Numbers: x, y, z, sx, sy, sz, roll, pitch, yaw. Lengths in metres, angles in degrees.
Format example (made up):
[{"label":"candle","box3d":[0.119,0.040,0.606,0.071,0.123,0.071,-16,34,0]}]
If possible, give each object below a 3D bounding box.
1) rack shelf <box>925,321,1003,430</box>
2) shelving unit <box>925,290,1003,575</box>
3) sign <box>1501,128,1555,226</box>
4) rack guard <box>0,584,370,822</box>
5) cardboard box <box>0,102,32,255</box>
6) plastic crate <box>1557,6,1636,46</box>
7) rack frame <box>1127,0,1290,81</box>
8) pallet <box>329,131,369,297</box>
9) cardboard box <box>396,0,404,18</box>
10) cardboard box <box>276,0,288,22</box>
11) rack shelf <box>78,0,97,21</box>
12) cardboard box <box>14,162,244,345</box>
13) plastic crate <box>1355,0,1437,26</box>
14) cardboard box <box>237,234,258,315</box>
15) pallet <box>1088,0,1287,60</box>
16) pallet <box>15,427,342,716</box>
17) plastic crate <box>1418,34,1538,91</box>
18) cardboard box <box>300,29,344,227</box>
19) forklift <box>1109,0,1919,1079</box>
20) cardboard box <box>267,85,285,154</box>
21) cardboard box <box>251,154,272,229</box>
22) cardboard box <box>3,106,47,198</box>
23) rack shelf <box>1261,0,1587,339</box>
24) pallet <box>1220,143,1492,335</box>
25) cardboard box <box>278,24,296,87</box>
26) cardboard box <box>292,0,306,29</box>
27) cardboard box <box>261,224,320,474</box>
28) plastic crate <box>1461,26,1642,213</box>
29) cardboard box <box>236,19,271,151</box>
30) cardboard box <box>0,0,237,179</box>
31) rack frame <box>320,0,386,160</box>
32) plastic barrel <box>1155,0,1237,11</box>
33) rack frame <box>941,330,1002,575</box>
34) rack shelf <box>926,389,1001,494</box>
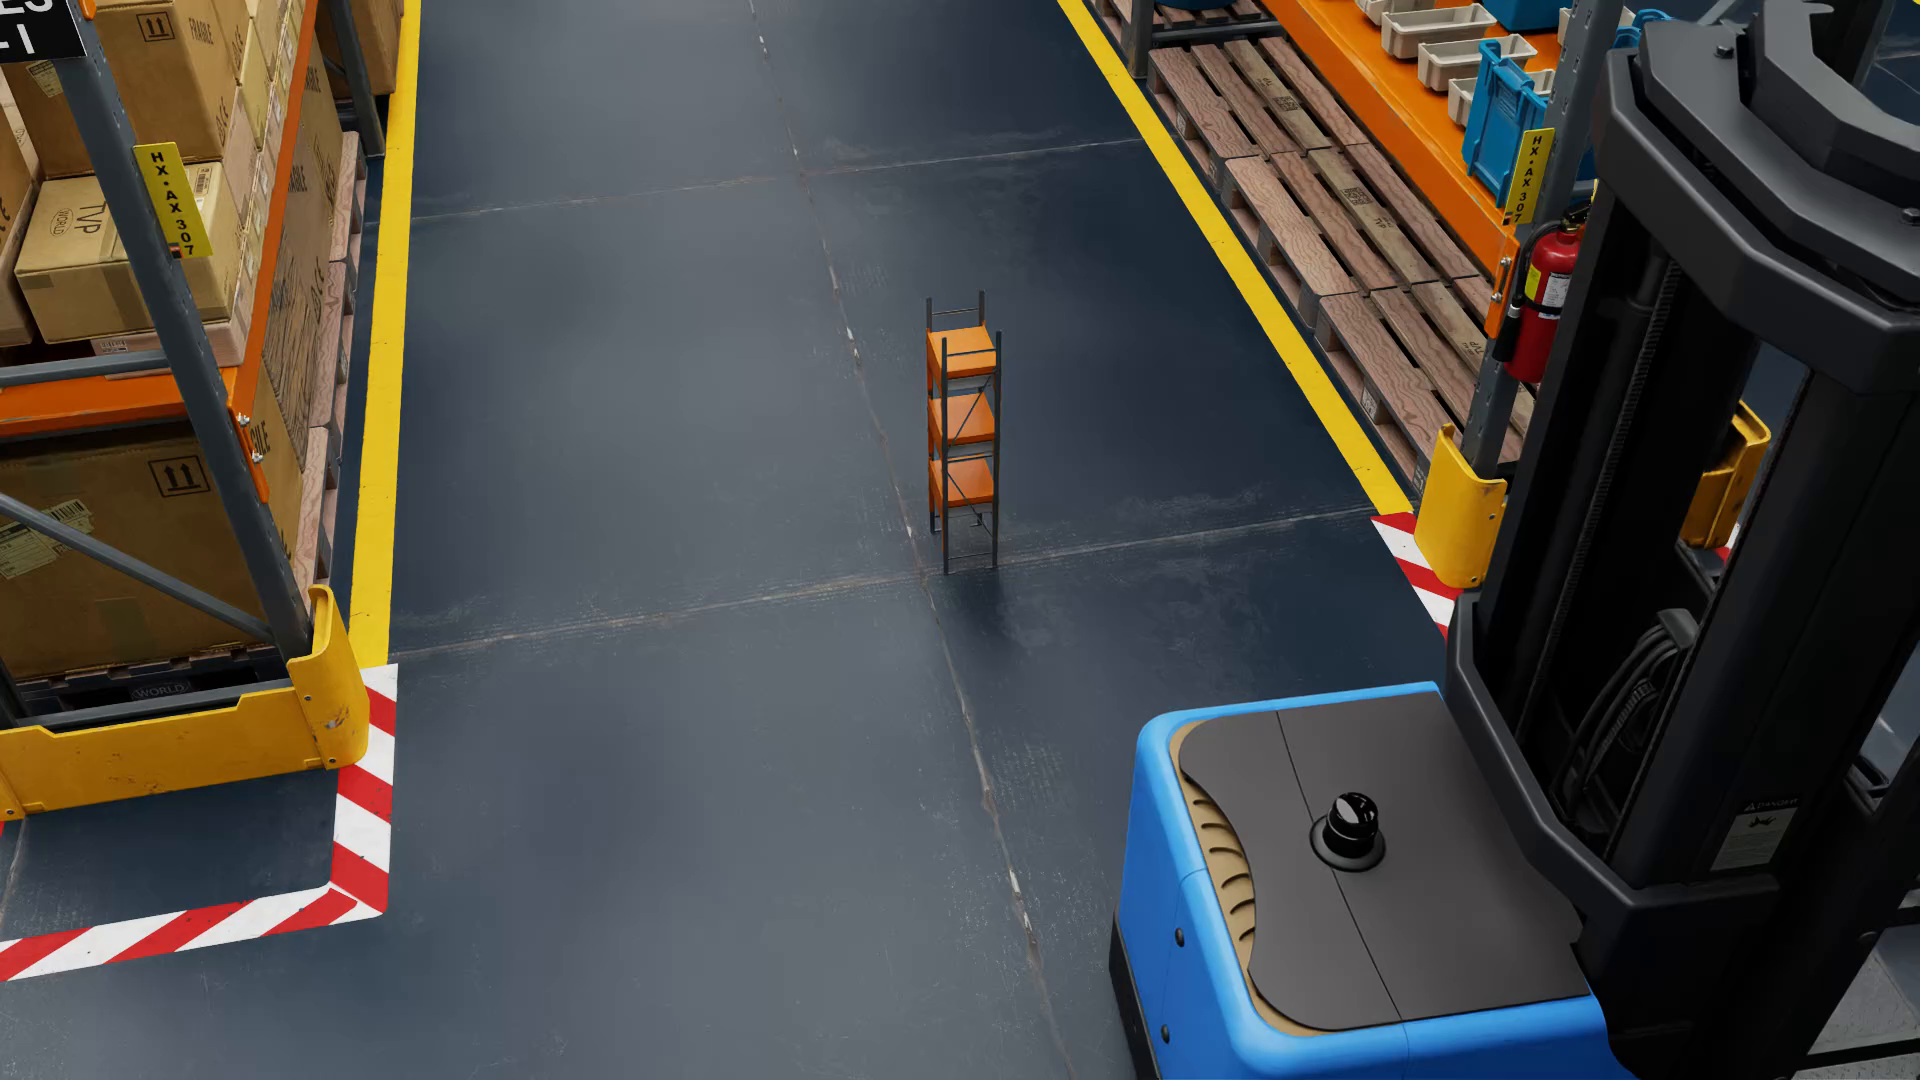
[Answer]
[{"label":"rack shelf","box3d":[0.012,-0.562,5.681,0.215,0.259,0.240,-8,42,-9]},{"label":"shelving unit","box3d":[0.012,-0.358,5.862,0.215,1.050,0.252,-8,42,-9]},{"label":"sign","box3d":[1.751,-1.116,5.125,0.100,0.325,0.005,-8,42,-9]},{"label":"rack guard","box3d":[-2.547,0.516,5.293,1.175,0.500,0.348,-8,42,-9]},{"label":"cardboard box","box3d":[-2.914,-1.049,4.496,0.500,0.500,0.500,-8,42,-9]},{"label":"plastic crate","box3d":[2.418,-1.935,6.324,0.250,0.136,0.298,-8,42,-9]},{"label":"rack frame","box3d":[1.421,-3.737,8.201,1.000,3.000,0.127,-8,42,-9]},{"label":"pallet","box3d":[-3.328,-1.481,7.759,1.003,0.211,1.213,-8,42,-9]},{"label":"cardboard box","box3d":[-3.767,-3.381,9.084,1.225,0.875,0.875,-10,43,-11]},{"label":"cardboard box","box3d":[-2.839,-2.168,6.322,0.500,0.250,0.500,-8,42,-8]},{"label":"rack shelf","box3d":[-2.984,-2.584,5.184,1.077,0.370,4.000,-8,42,-9]},{"label":"cardboard box","box3d":[-2.392,-0.840,4.826,0.500,0.250,0.500,-9,42,-10]},{"label":"plastic crate","box3d":[1.717,-2.127,6.540,0.298,0.136,0.250,-8,42,-9]},{"label":"cardboard box","box3d":[-2.363,-0.784,5.063,0.380,0.149,0.250,-9,42,-10]},{"label":"pallet","box3d":[1.295,-3.201,9.697,1.003,0.211,1.213,-8,42,-9]},{"label":"pallet","box3d":[-2.801,0.101,5.977,1.003,0.211,1.213,-8,42,-9]},{"label":"plastic crate","box3d":[1.883,-1.761,6.128,0.396,0.136,0.243,-8,42,-9]},{"label":"cardboard box","box3d":[-3.351,-1.951,7.472,0.875,0.875,0.875,-8,42,-9]},{"label":"forklift","box3d":[1.989,0.307,3.696,3.031,2.935,1.130,-6,42,-7]},{"label":"cardboard box","box3d":[-2.586,-1.451,5.815,0.380,0.149,0.250,-9,42,-10]},{"label":"cardboard box","box3d":[-2.476,-1.119,5.441,0.380,0.149,0.250,-9,42,-10]},{"label":"cardboard box","box3d":[-3.025,-1.095,5.113,0.500,0.250,0.500,-9,42,-10]},{"label":"rack shelf","box3d":[1.853,-2.172,6.979,1.077,0.370,4.000,-8,42,-9]},{"label":"pallet","box3d":[1.884,-1.431,7.703,1.003,0.211,1.213,-8,42,-9]},{"label":"cardboard box","box3d":[-2.698,-1.785,6.191,0.380,0.149,0.250,-8,42,-9]},{"label":"cardboard box","box3d":[-2.807,-2.116,6.563,0.380,0.149,0.250,-8,42,-8]},{"label":"cardboard box","box3d":[-2.965,-0.791,6.165,0.875,0.875,0.875,-8,42,-9]},{"label":"plastic crate","box3d":[2.030,-1.371,5.463,0.616,0.435,0.499,-8,42,-9]},{"label":"cardboard box","box3d":[-2.616,-1.502,5.572,0.500,0.250,0.500,-10,43,-11]},{"label":"cardboard box","box3d":[-2.500,-1.444,4.942,0.500,0.500,0.500,-9,42,-10]},{"label":"rack frame","box3d":[-3.415,-3.028,7.401,1.000,3.000,0.127,-8,42,-9]},{"label":"plastic barrel","box3d":[1.320,-3.465,9.158,0.600,0.901,0.708,-8,42,-9]},{"label":"rack frame","box3d":[0.038,-0.279,5.773,0.200,1.050,0.008,-8,42,-9]},{"label":"rack shelf","box3d":[0.012,-0.350,5.869,0.215,0.259,0.240,-8,42,-9]}]
